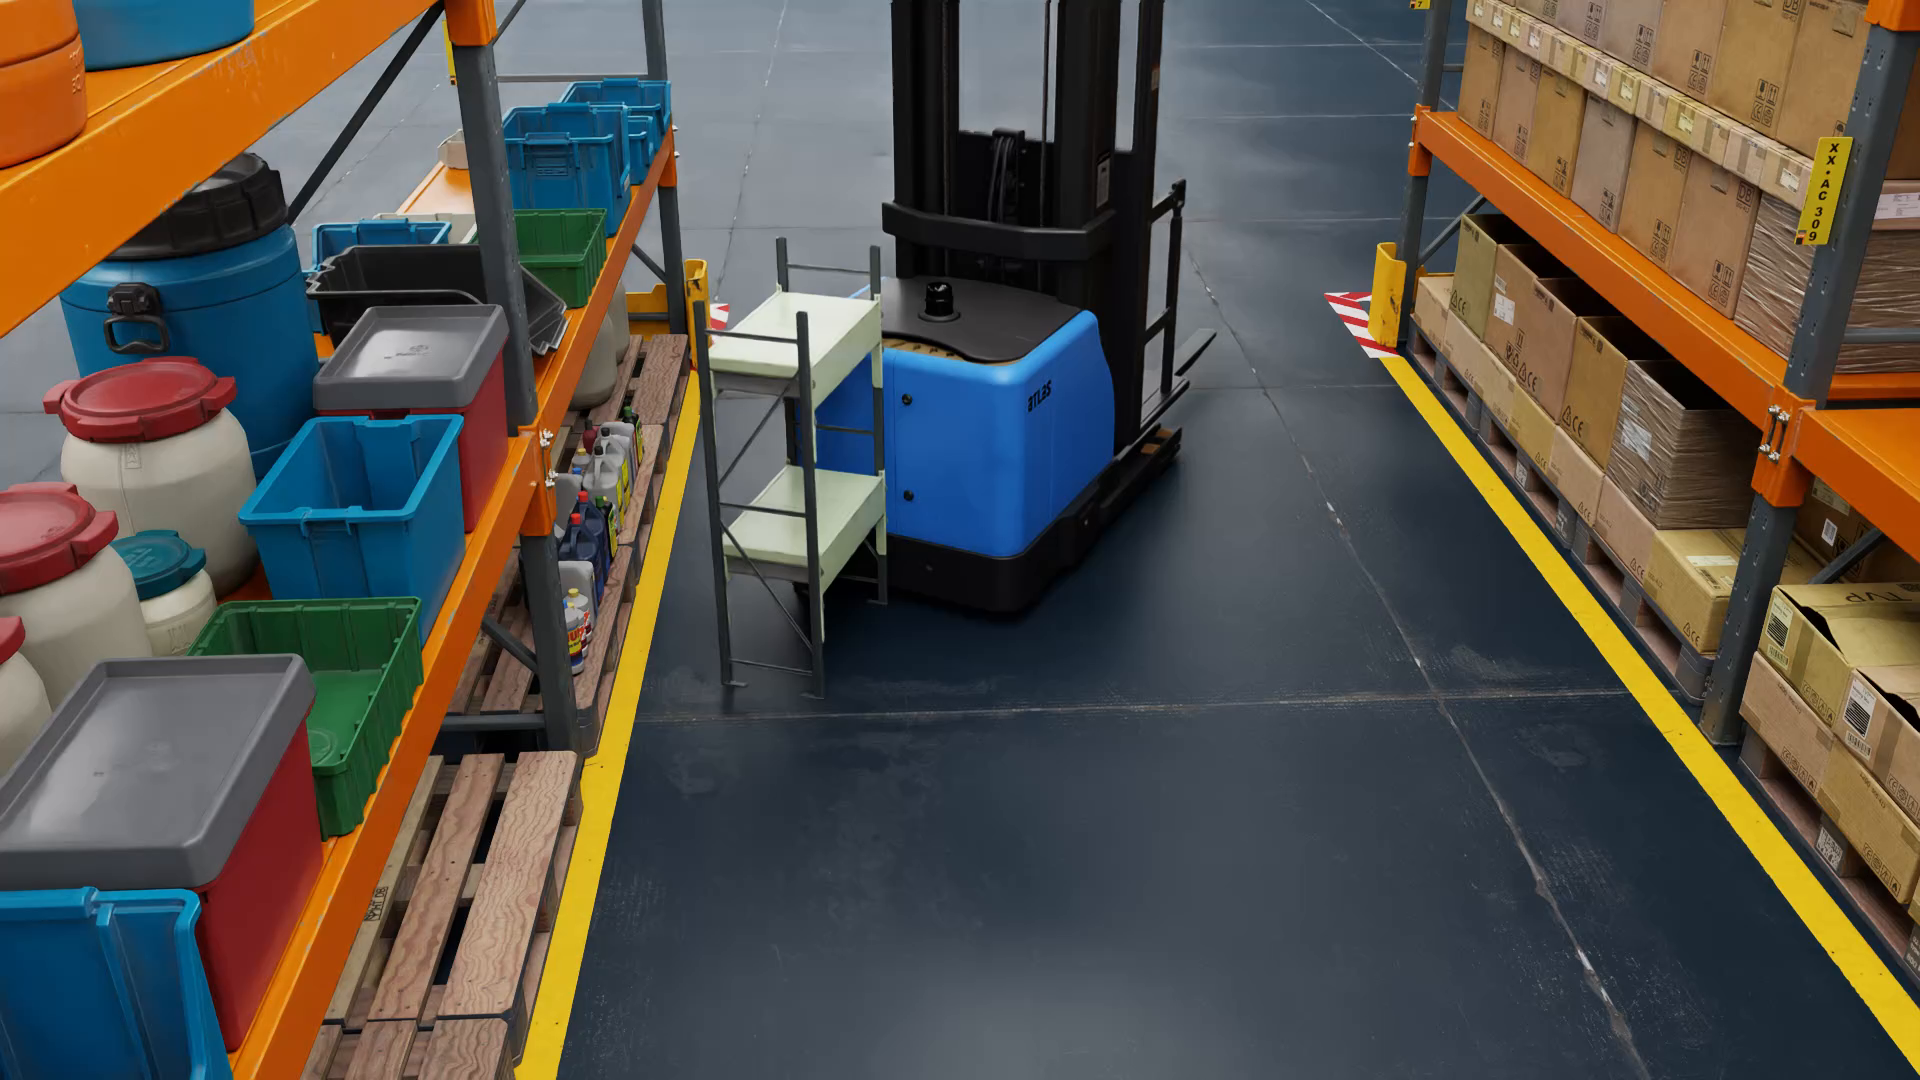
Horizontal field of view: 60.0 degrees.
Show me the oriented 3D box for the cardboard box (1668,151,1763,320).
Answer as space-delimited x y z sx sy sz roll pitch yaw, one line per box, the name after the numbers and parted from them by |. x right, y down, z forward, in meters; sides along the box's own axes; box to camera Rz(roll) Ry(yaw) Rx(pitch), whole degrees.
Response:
3.080 -1.132 6.069 0.700 0.500 0.500 -2 28 -3 | cardboard box

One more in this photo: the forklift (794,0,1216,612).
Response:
0.409 -1.669 7.280 1.130 2.935 3.031 13 30 23 | forklift

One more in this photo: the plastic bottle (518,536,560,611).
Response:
-1.575 0.078 6.245 0.144 0.351 0.185 -1 28 -3 | plastic bottle

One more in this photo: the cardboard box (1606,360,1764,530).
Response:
2.887 -0.380 6.442 0.500 0.500 0.500 -1 28 -3 | cardboard box

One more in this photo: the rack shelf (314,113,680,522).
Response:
-1.908 -1.127 6.944 1.077 0.370 4.000 -1 28 -3 | rack shelf

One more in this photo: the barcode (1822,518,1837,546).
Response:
2.741 -0.024 5.242 0.001 0.075 0.075 -1 28 -3 | barcode

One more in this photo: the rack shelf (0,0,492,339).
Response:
-1.699 -0.609 2.709 1.077 0.370 4.000 -1 28 -3 | rack shelf

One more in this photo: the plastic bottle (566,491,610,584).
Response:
-1.441 -0.013 6.419 0.144 0.351 0.185 -3 28 -5 | plastic bottle

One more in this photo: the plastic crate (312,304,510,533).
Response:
-1.472 -0.334 4.578 0.402 0.464 0.583 -1 28 -3 | plastic crate

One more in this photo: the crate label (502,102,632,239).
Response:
-1.646 -1.542 6.924 0.502 0.435 0.616 -1 28 -3 | crate label

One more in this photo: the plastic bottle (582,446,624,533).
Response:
-1.463 -0.209 6.796 0.144 0.351 0.185 -2 28 -3 | plastic bottle

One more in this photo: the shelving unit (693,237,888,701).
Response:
-0.589 -0.266 6.137 0.431 1.500 0.755 8 29 14 | shelving unit

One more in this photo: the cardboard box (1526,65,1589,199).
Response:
2.999 -1.844 7.433 0.700 0.500 0.500 -1 28 -2 | cardboard box

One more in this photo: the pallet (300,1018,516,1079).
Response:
-1.657 1.641 3.876 1.003 0.211 1.213 -1 28 -3 | pallet

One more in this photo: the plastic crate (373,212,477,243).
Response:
-2.141 -1.149 6.494 0.530 0.136 0.437 -1 28 -3 | plastic crate

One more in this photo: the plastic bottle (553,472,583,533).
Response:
-1.610 -0.161 6.784 0.152 0.276 0.135 -1 28 -3 | plastic bottle

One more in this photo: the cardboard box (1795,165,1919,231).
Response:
2.915 -1.092 5.291 0.380 0.149 0.250 -1 28 -3 | cardboard box

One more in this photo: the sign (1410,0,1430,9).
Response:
2.380 -2.895 8.536 0.100 0.325 0.005 -1 28 -3 | sign

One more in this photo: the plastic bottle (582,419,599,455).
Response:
-1.599 -0.403 7.240 0.061 0.283 0.133 -1 28 -3 | plastic bottle

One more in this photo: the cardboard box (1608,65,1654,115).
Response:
2.834 -1.801 6.650 0.380 0.149 0.250 -1 28 -1 | cardboard box

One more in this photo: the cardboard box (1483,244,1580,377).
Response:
2.808 -1.072 7.770 0.500 0.500 0.500 -1 28 -3 | cardboard box

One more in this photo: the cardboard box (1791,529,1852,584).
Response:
3.422 0.172 6.197 0.500 0.250 0.500 -1 28 -3 | cardboard box

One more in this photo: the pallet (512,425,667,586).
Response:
-1.863 -0.162 7.332 1.003 0.211 1.213 -1 28 -3 | pallet

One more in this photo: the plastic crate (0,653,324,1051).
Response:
-1.373 0.543 2.896 0.402 0.464 0.583 -1 28 -3 | plastic crate

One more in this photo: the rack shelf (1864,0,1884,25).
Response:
3.039 -2.575 6.477 1.077 0.370 4.000 -1 28 -3 | rack shelf

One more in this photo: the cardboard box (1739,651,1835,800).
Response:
2.917 0.585 5.403 0.500 0.250 0.500 -2 28 -4 | cardboard box

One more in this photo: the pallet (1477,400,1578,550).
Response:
3.077 -0.337 7.667 1.003 0.211 1.213 -1 28 -3 | pallet

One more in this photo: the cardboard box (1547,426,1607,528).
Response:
2.844 -0.278 7.058 0.500 0.250 0.500 -1 28 -3 | cardboard box

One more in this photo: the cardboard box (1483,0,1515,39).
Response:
2.757 -2.511 8.011 0.380 0.149 0.250 -2 28 -4 | cardboard box

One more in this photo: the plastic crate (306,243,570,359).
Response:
-1.704 -0.739 5.491 0.767 0.338 0.504 -1 28 -3 | plastic crate

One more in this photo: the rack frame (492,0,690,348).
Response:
-2.012 -2.369 8.549 1.000 3.000 0.127 -1 28 -3 | rack frame

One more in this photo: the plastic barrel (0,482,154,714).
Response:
-1.934 0.204 3.469 0.433 0.535 0.433 0 28 0 | plastic barrel

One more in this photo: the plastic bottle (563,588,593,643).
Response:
-1.393 0.272 6.035 0.097 0.201 0.097 0 28 0 | plastic bottle

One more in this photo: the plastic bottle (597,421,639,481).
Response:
-1.493 -0.402 7.247 0.152 0.276 0.135 -1 28 -2 | plastic bottle

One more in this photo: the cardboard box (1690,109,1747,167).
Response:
2.874 -1.449 5.974 0.380 0.149 0.250 -1 28 -3 | cardboard box

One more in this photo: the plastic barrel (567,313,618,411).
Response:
-1.875 -0.919 8.004 0.421 0.512 0.421 0 28 0 | plastic barrel

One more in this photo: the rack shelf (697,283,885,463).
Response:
-0.589 -0.612 5.957 0.431 0.370 0.720 8 29 14 | rack shelf

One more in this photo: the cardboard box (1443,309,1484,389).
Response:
2.770 -0.970 8.386 0.500 0.250 0.500 -1 28 -3 | cardboard box

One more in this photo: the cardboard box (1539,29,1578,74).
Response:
2.796 -2.156 7.330 0.380 0.149 0.250 -2 28 -4 | cardboard box

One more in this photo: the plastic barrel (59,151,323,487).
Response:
-2.086 -0.559 4.535 0.600 0.901 0.708 -1 28 -3 | plastic barrel

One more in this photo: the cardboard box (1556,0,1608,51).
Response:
3.009 -2.391 7.079 0.700 0.500 0.500 -1 28 -2 | cardboard box

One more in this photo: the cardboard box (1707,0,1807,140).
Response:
3.086 -1.698 5.750 0.700 0.500 0.500 -1 28 -3 | cardboard box
